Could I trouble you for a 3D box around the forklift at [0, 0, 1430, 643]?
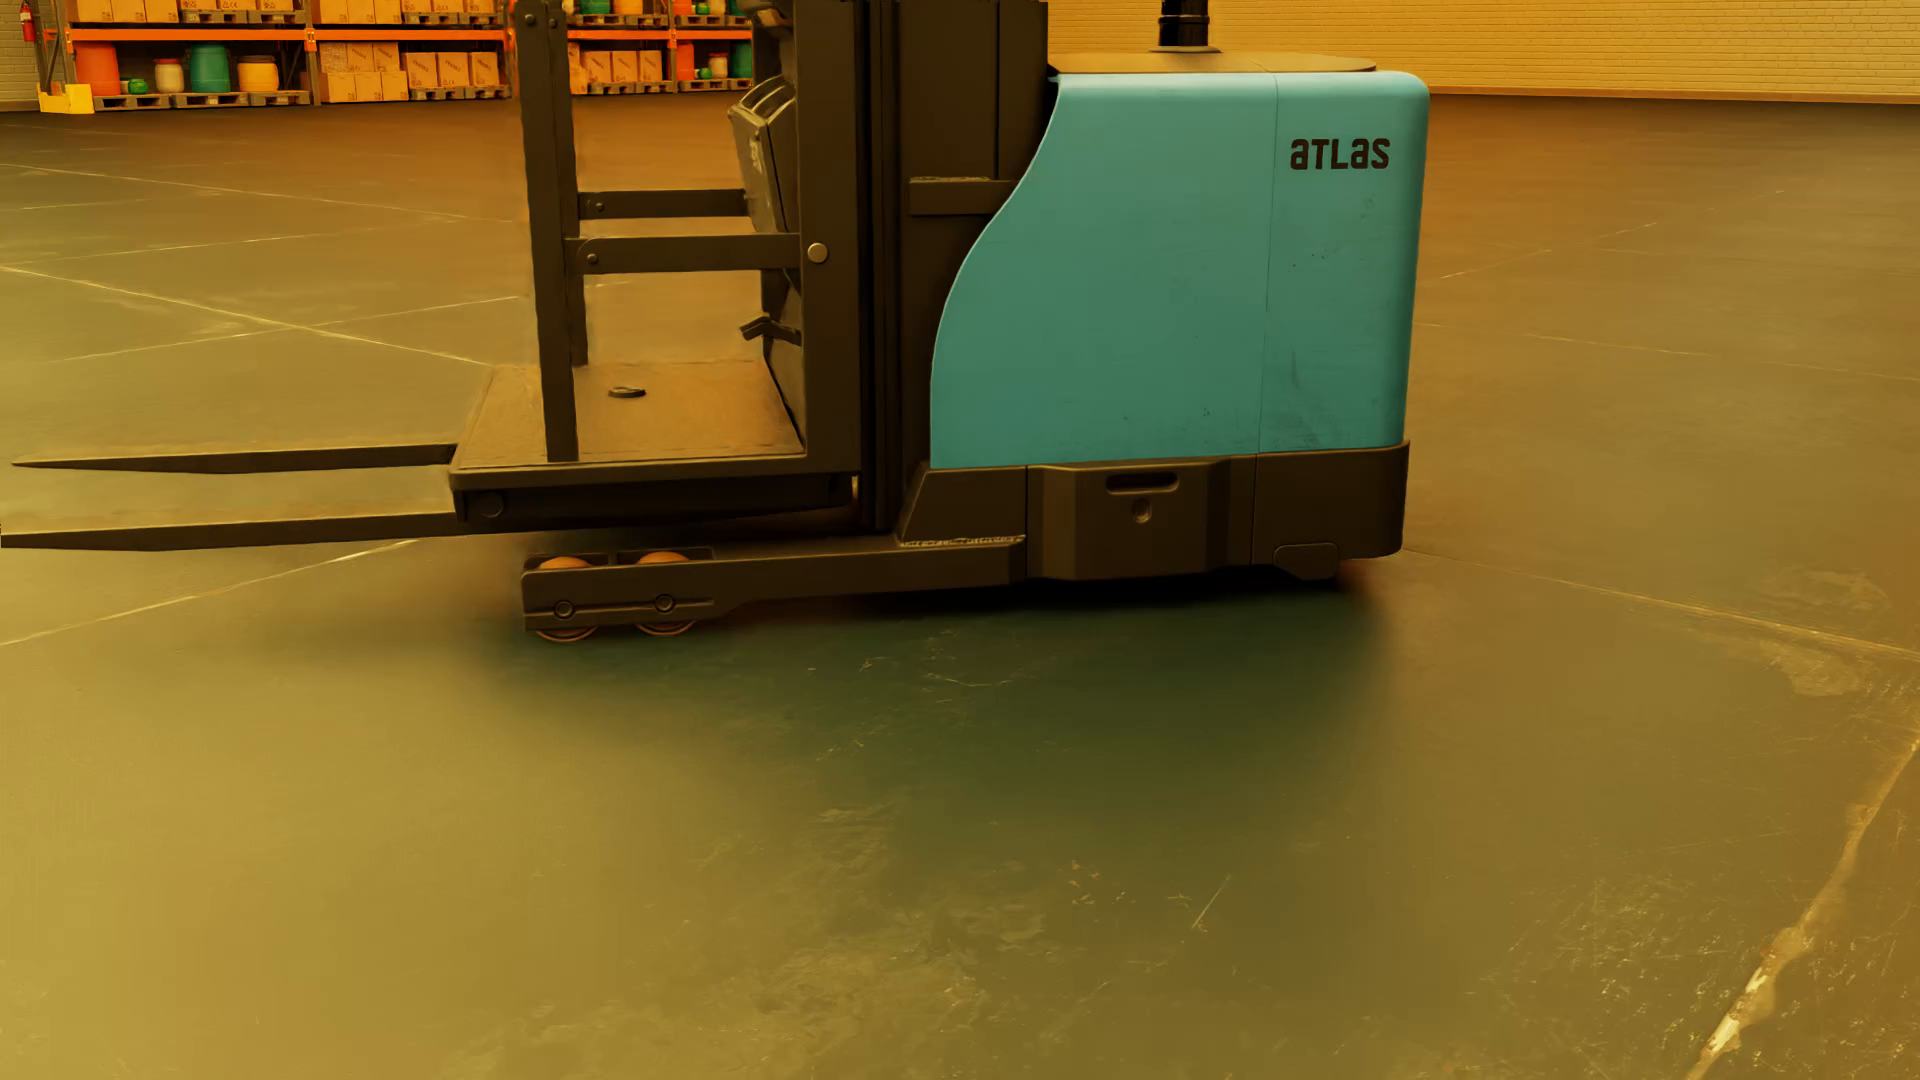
[{"bbox_3d":[-0.599,-1.367,3.398,3.031,2.935,1.130,-3,17,-10],"label":"forklift"}]
